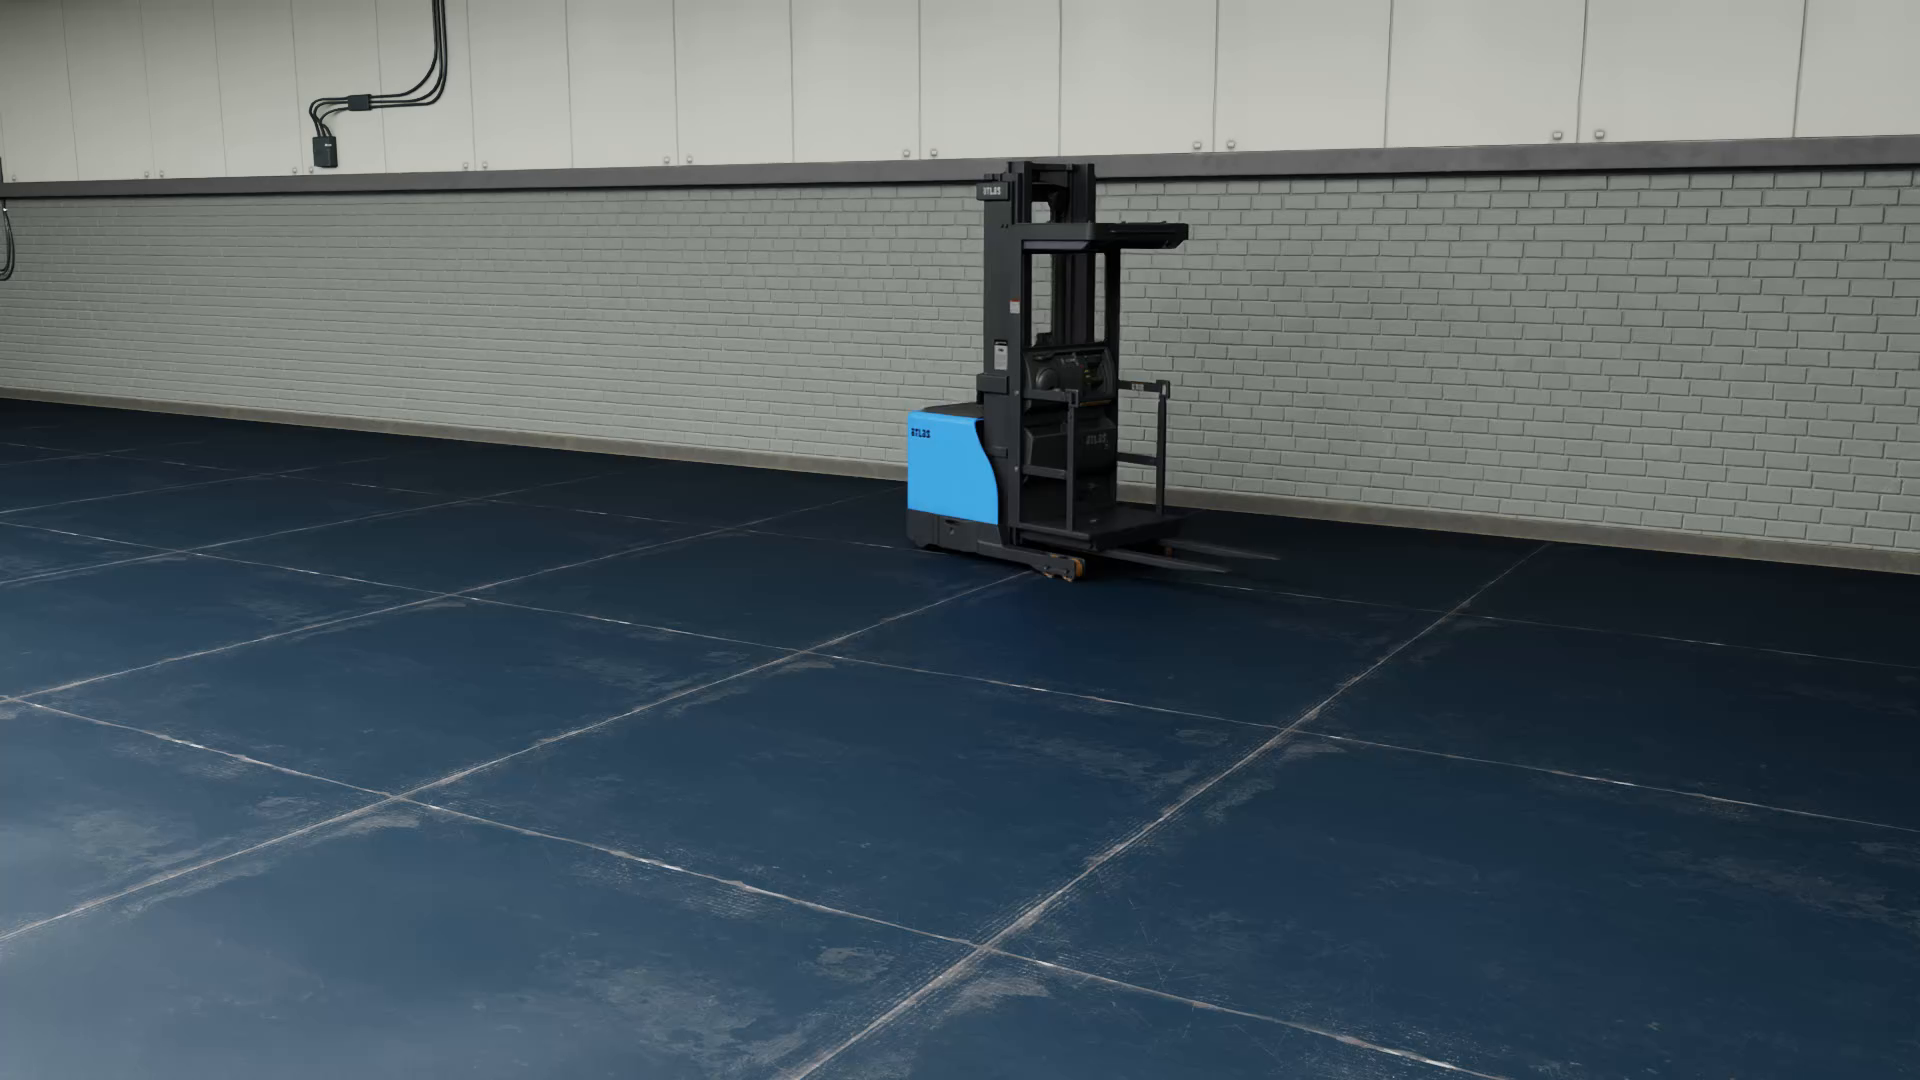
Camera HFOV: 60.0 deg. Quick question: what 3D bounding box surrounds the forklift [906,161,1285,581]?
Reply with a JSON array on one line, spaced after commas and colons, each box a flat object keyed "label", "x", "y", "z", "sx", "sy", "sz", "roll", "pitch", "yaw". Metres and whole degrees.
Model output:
[{"label": "forklift", "x": 0.958, "y": -1.253, "z": 12.099, "sx": 1.130, "sy": 2.935, "sz": 3.031, "roll": -10, "pitch": 15, "yaw": -43}]

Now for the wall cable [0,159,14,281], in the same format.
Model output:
[{"label": "wall cable", "x": -14.930, "y": -5.082, "z": 24.497, "sx": 3.097, "sy": 2.526, "sz": 0.112, "roll": 6, "pitch": 12, "yaw": 31}]
